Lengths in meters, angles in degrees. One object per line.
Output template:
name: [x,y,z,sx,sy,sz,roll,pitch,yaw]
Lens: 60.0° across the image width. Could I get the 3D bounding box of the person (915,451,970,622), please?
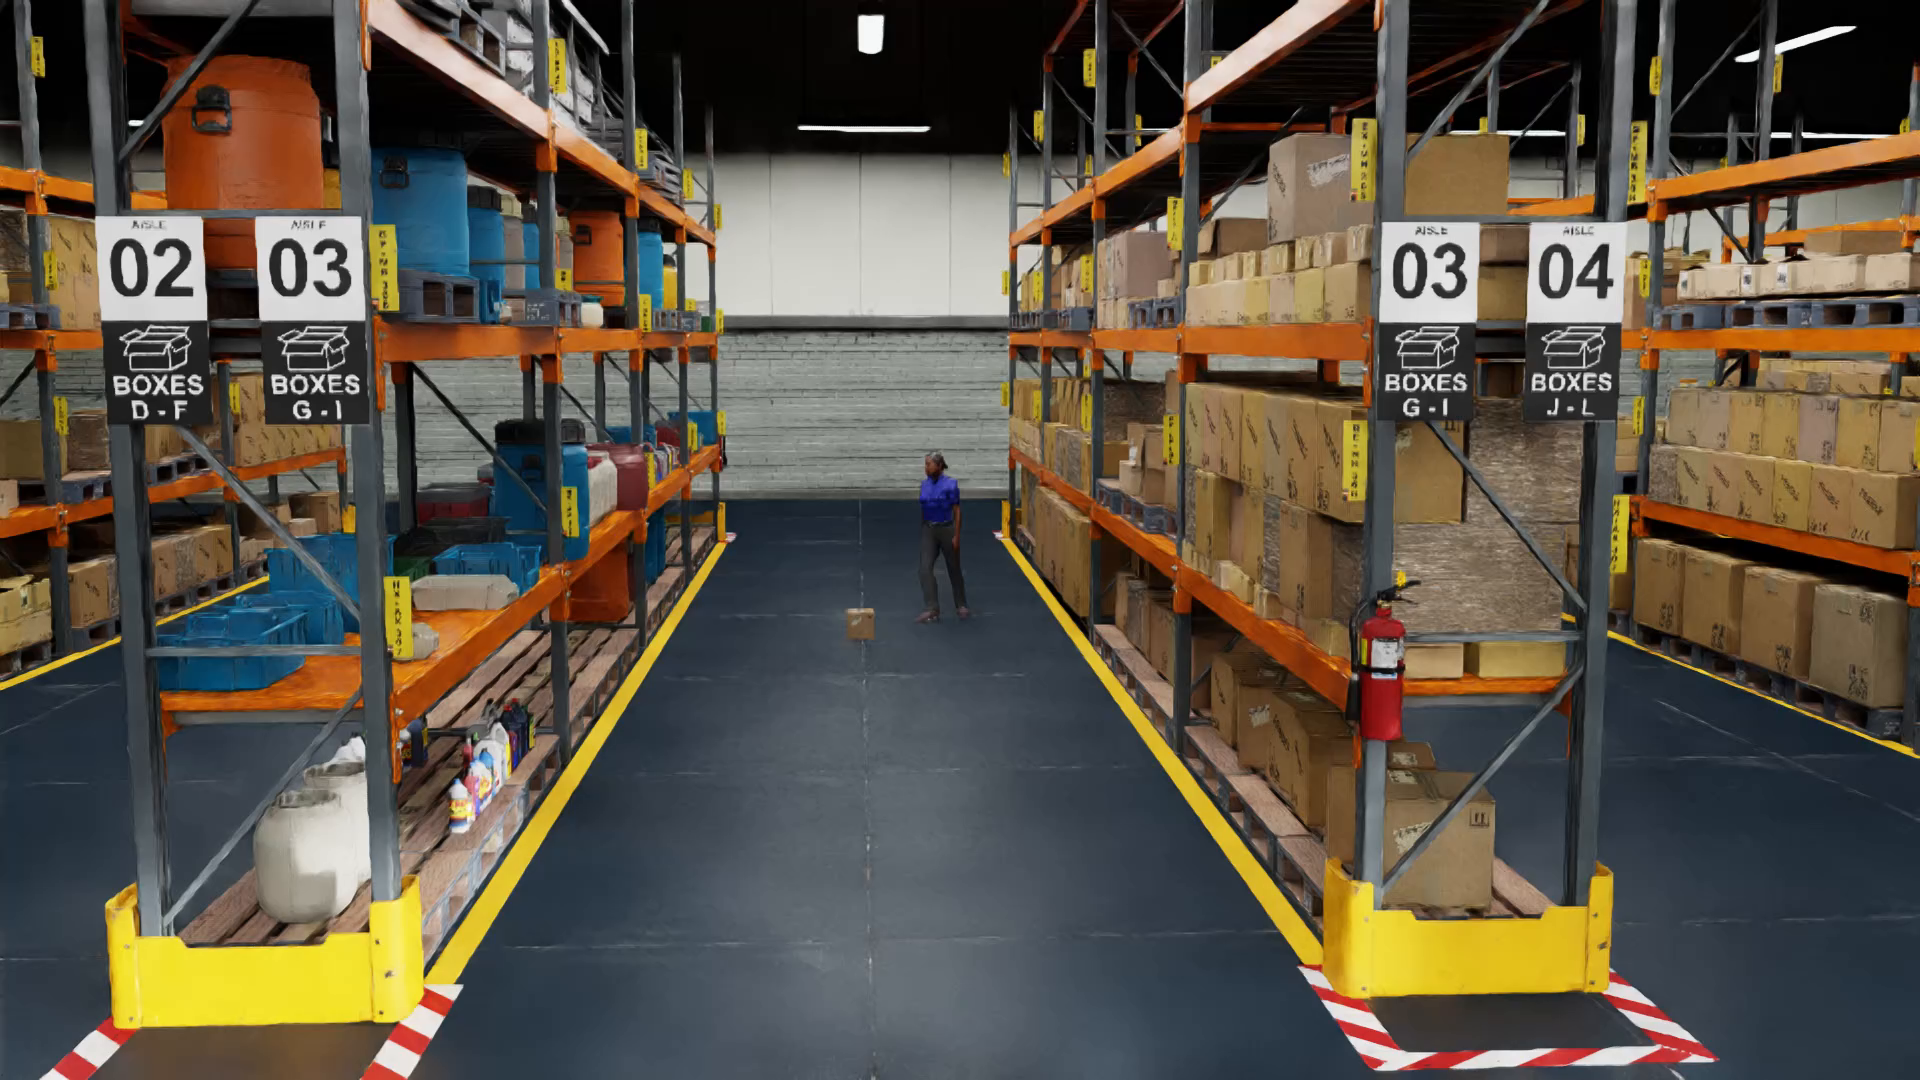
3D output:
person: [-0.171,-0.046,16.159,0.486,1.651,0.568,4,8,29]
